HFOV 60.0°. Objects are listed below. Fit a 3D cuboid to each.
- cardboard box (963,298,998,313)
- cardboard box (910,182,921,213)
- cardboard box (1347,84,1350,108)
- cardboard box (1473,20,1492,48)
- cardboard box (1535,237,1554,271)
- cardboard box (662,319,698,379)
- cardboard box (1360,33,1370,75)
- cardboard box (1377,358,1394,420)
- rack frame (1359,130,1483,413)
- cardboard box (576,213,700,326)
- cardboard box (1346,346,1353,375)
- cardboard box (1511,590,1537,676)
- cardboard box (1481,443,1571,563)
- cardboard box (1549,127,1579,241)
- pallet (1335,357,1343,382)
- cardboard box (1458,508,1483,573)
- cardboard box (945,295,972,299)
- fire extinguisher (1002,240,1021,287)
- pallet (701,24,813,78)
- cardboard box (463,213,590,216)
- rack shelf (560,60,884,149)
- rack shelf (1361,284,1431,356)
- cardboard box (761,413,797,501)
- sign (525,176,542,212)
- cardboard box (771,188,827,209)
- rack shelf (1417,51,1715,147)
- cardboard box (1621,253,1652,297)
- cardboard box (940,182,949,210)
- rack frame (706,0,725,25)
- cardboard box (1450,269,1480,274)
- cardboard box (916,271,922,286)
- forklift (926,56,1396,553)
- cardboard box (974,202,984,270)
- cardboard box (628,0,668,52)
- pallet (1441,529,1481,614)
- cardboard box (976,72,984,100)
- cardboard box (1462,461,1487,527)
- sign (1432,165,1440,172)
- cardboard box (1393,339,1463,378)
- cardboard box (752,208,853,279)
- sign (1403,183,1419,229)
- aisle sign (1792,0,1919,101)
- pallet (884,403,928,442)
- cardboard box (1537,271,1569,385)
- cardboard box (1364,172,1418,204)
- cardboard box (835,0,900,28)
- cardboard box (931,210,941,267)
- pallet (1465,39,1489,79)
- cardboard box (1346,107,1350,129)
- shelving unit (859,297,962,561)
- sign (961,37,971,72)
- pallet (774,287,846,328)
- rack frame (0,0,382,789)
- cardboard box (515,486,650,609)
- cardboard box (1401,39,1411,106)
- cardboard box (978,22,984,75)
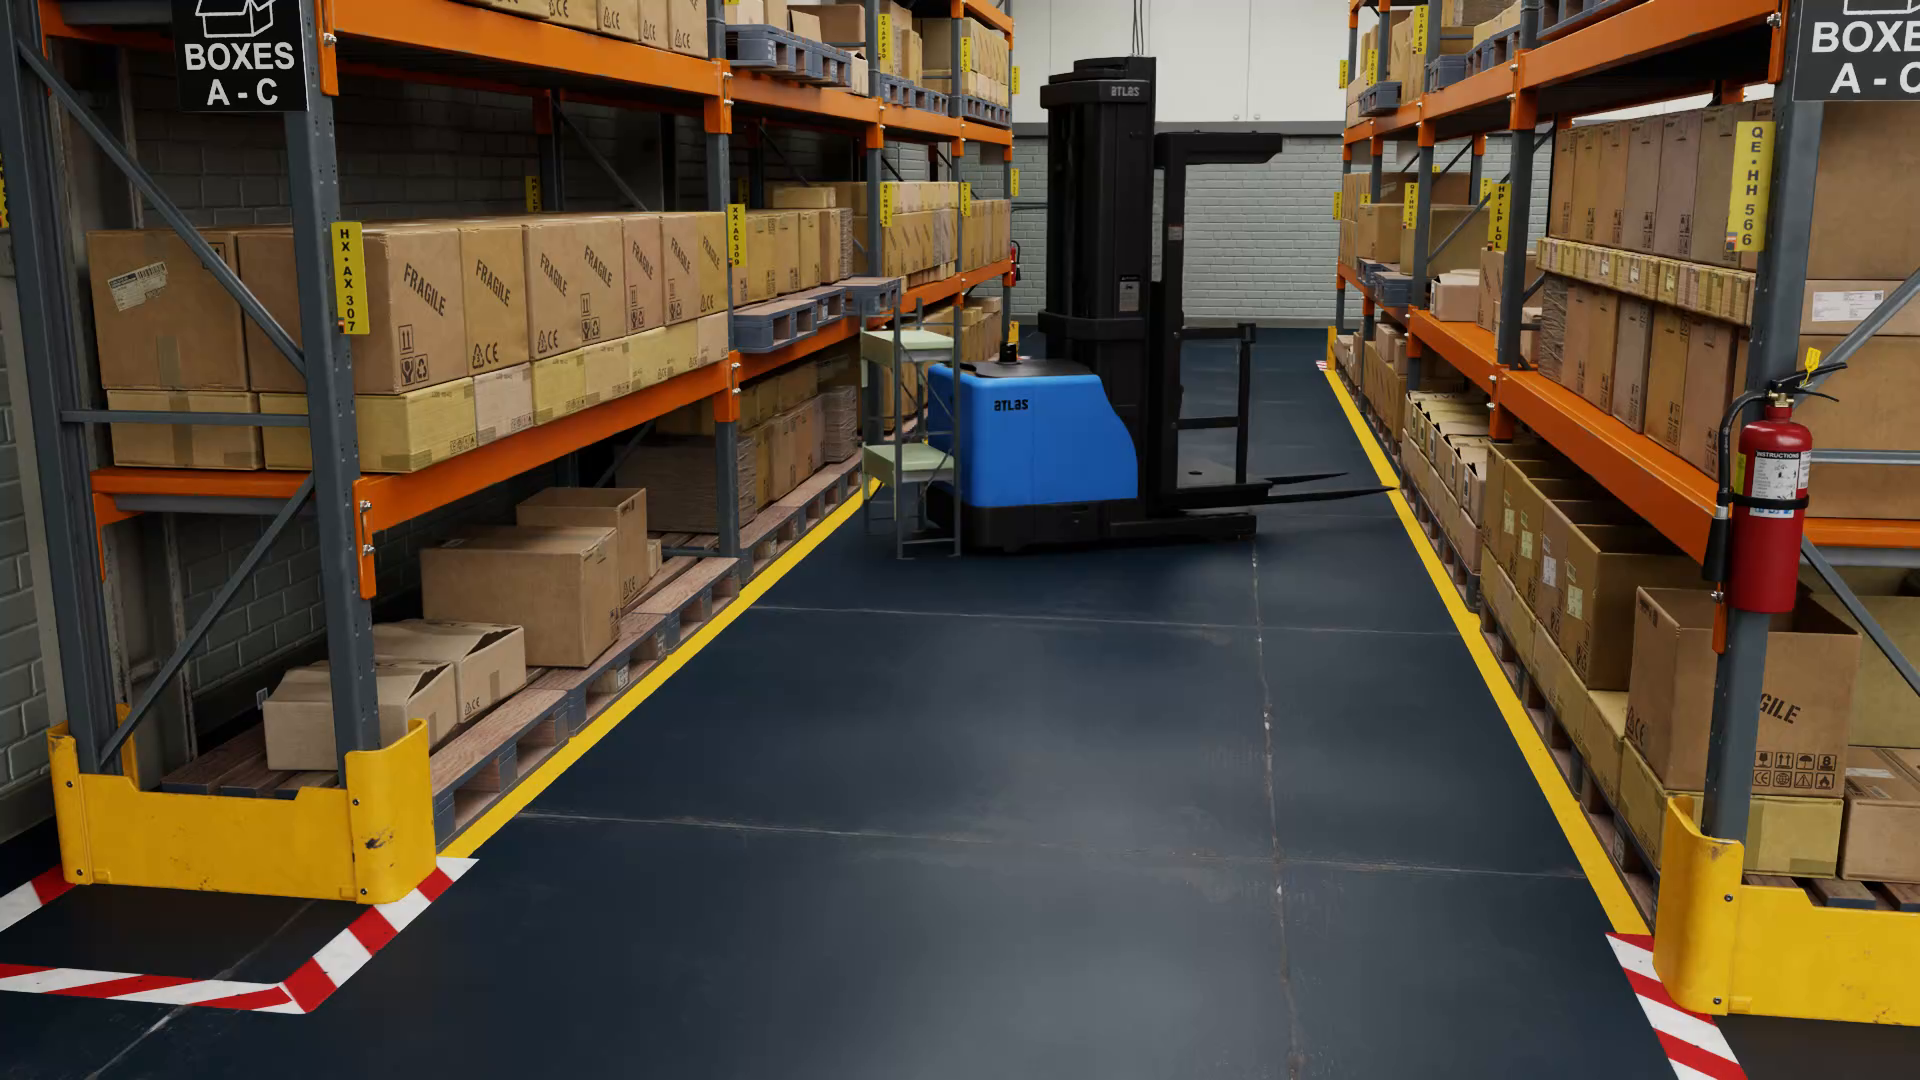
[{"bbox_3d":[0.243,-2.759,19.573,0.380,0.149,0.250,2,12,10],"label":"cardboard box"},{"bbox_3d":[-0.621,-2.901,14.064,0.500,0.250,0.500,2,12,9],"label":"cardboard box"},{"bbox_3d":[4.689,-5.073,18.960,0.500,0.250,0.500,2,12,9],"label":"cardboard box"},{"bbox_3d":[3.781,-3.370,11.252,0.500,0.250,0.500,1,12,4],"label":"cardboard box"},{"bbox_3d":[2.947,-1.352,7.870,0.380,0.149,0.250,2,12,9],"label":"cardboard box"},{"bbox_3d":[-1.573,-0.920,7.951,0.500,0.250,0.500,2,12,9],"label":"cardboard box"},{"bbox_3d":[4.802,-5.329,18.370,0.700,0.500,0.500,2,12,9],"label":"cardboard box"},{"bbox_3d":[3.862,-1.281,14.206,0.500,0.500,0.500,1,12,7],"label":"cardboard box"},{"bbox_3d":[4.410,-2.701,15.907,1.000,3.000,0.127,2,12,9],"label":"rack frame"},{"bbox_3d":[-1.553,-1.286,7.869,0.500,0.500,0.500,2,12,8],"label":"cardboard box"},{"bbox_3d":[4.333,-1.886,17.461,0.500,0.311,0.500,2,12,9],"label":"cardboard box"},{"bbox_3d":[2.645,0.398,7.058,0.500,0.250,0.500,2,12,9],"label":"cardboard box"},{"bbox_3d":[2.799,-0.177,7.945,0.500,0.500,0.500,2,12,9],"label":"cardboard box"},{"bbox_3d":[3.118,-1.626,7.603,0.700,0.500,0.500,2,12,9],"label":"cardboard box"},{"bbox_3d":[4.892,-1.989,19.221,1.003,0.211,1.213,2,12,9],"label":"pallet"},{"bbox_3d":[2.957,0.007,8.869,0.500,0.250,0.500,2,12,8],"label":"cardboard box"},{"bbox_3d":[-0.057,-2.877,20.122,0.380,0.149,0.250,2,12,9],"label":"cardboard box"},{"bbox_3d":[0.609,-3.490,20.635,0.296,0.674,0.183,2,12,9],"label":"fire extinguisher"},{"bbox_3d":[-1.515,-2.695,9.205,1.213,0.211,1.003,2,12,9],"label":"pallet"},{"bbox_3d":[-2.077,-1.300,7.933,0.500,0.500,0.500,2,12,8],"label":"cardboard box"},{"bbox_3d":[-1.408,-2.726,10.612,1.077,0.370,4.000,2,12,9],"label":"rack shelf"},{"bbox_3d":[4.103,-1.933,14.051,1.077,0.370,4.000,2,12,9],"label":"rack shelf"},{"bbox_3d":[-1.470,-0.556,10.844,0.700,0.500,0.500,2,12,9],"label":"cardboard box"},{"bbox_3d":[-2.264,-1.779,8.878,0.100,0.325,0.005,2,12,9],"label":"sign"},{"bbox_3d":[-1.158,-2.469,12.008,0.380,0.149,0.250,0,12,-1],"label":"cardboard box"},{"bbox_3d":[3.488,-2.567,9.871,1.077,0.370,4.000,2,12,9],"label":"rack shelf"},{"bbox_3d":[2.672,-0.978,6.133,0.380,0.149,0.250,2,12,8],"label":"cardboard box"},{"bbox_3d":[-0.392,-3.220,15.543,0.500,0.250,0.500,2,12,10],"label":"cardboard box"},{"bbox_3d":[-1.715,-4.128,8.288,1.000,3.000,0.127,2,12,9],"label":"rack frame"},{"bbox_3d":[3.696,-1.751,11.708,0.500,0.311,0.500,3,12,12],"label":"cardboard box"},{"bbox_3d":[-0.548,-2.350,14.828,0.380,0.149,0.250,2,12,10],"label":"cardboard box"},{"bbox_3d":[1.354,-1.521,10.592,3.031,2.935,1.130,-4,13,-18],"label":"forklift"},{"bbox_3d":[-0.268,-3.272,17.842,0.980,0.700,0.700,2,12,7],"label":"cardboard box"},{"bbox_3d":[-1.639,-2.502,7.580,0.500,0.500,0.500,1,12,4],"label":"cardboard box"},{"bbox_3d":[3.255,0.173,9.191,1.003,0.211,1.213,2,12,9],"label":"pallet"},{"bbox_3d":[-0.026,-4.749,17.411,0.500,0.250,0.500,2,12,7],"label":"cardboard box"},{"bbox_3d":[2.959,-0.265,8.800,0.500,0.311,0.500,2,12,9],"label":"cardboard box"},{"bbox_3d":[5.571,-4.232,19.512,0.100,0.325,0.005,2,12,9],"label":"sign"},{"bbox_3d":[3.712,-1.442,13.175,0.500,0.250,0.500,2,12,11],"label":"cardboard box"},{"bbox_3d":[-1.162,-2.194,12.272,0.700,0.500,0.500,0,12,2],"label":"cardboard box"},{"bbox_3d":[3.258,-2.411,12.002,0.100,0.325,0.005,2,12,9],"label":"sign"},{"bbox_3d":[2.265,-1.470,4.022,0.394,0.787,0.004,2,12,9],"label":"aisle sign"},{"bbox_3d":[-0.714,-1.080,15.003,1.003,0.211,1.213,2,12,9],"label":"pallet"},{"bbox_3d":[3.118,-0.992,7.739,0.700,0.500,0.500,2,12,7],"label":"cardboard box"},{"bbox_3d":[4.232,-3.352,16.318,0.500,0.500,0.500,2,12,9],"label":"cardboard box"},{"bbox_3d":[-0.820,-4.663,14.830,0.500,0.250,0.500,1,12,7],"label":"cardboard box"},{"bbox_3d":[-0.461,-2.750,15.142,0.500,0.500,0.500,2,12,9],"label":"cardboard box"},{"bbox_3d":[3.610,-2.865,9.997,1.003,0.211,1.213,2,12,11],"label":"pallet"},{"bbox_3d":[4.695,-4.828,19.012,0.500,0.250,0.500,2,12,9],"label":"cardboard box"},{"bbox_3d":[-0.308,-0.699,10.173,0.431,1.500,0.755,-4,13,-18],"label":"shelving unit"},{"bbox_3d":[0.053,-4.718,16.172,0.100,0.325,0.005,2,12,9],"label":"sign"},{"bbox_3d":[-1.364,-1.521,10.886,1.003,0.211,1.213,2,12,9],"label":"pallet"},{"bbox_3d":[-2.330,-0.363,5.057,1.000,3.000,0.127,2,12,9],"label":"rack frame"},{"bbox_3d":[-1.835,0.029,8.129,0.500,0.500,0.500,1,12,4],"label":"cardboard box"},{"bbox_3d":[3.987,-3.690,13.138,0.910,0.500,0.500,2,12,9],"label":"cardboard box"},{"bbox_3d":[-0.025,-5.121,17.358,0.500,0.500,0.500,2,12,7],"label":"cardboard box"}]
